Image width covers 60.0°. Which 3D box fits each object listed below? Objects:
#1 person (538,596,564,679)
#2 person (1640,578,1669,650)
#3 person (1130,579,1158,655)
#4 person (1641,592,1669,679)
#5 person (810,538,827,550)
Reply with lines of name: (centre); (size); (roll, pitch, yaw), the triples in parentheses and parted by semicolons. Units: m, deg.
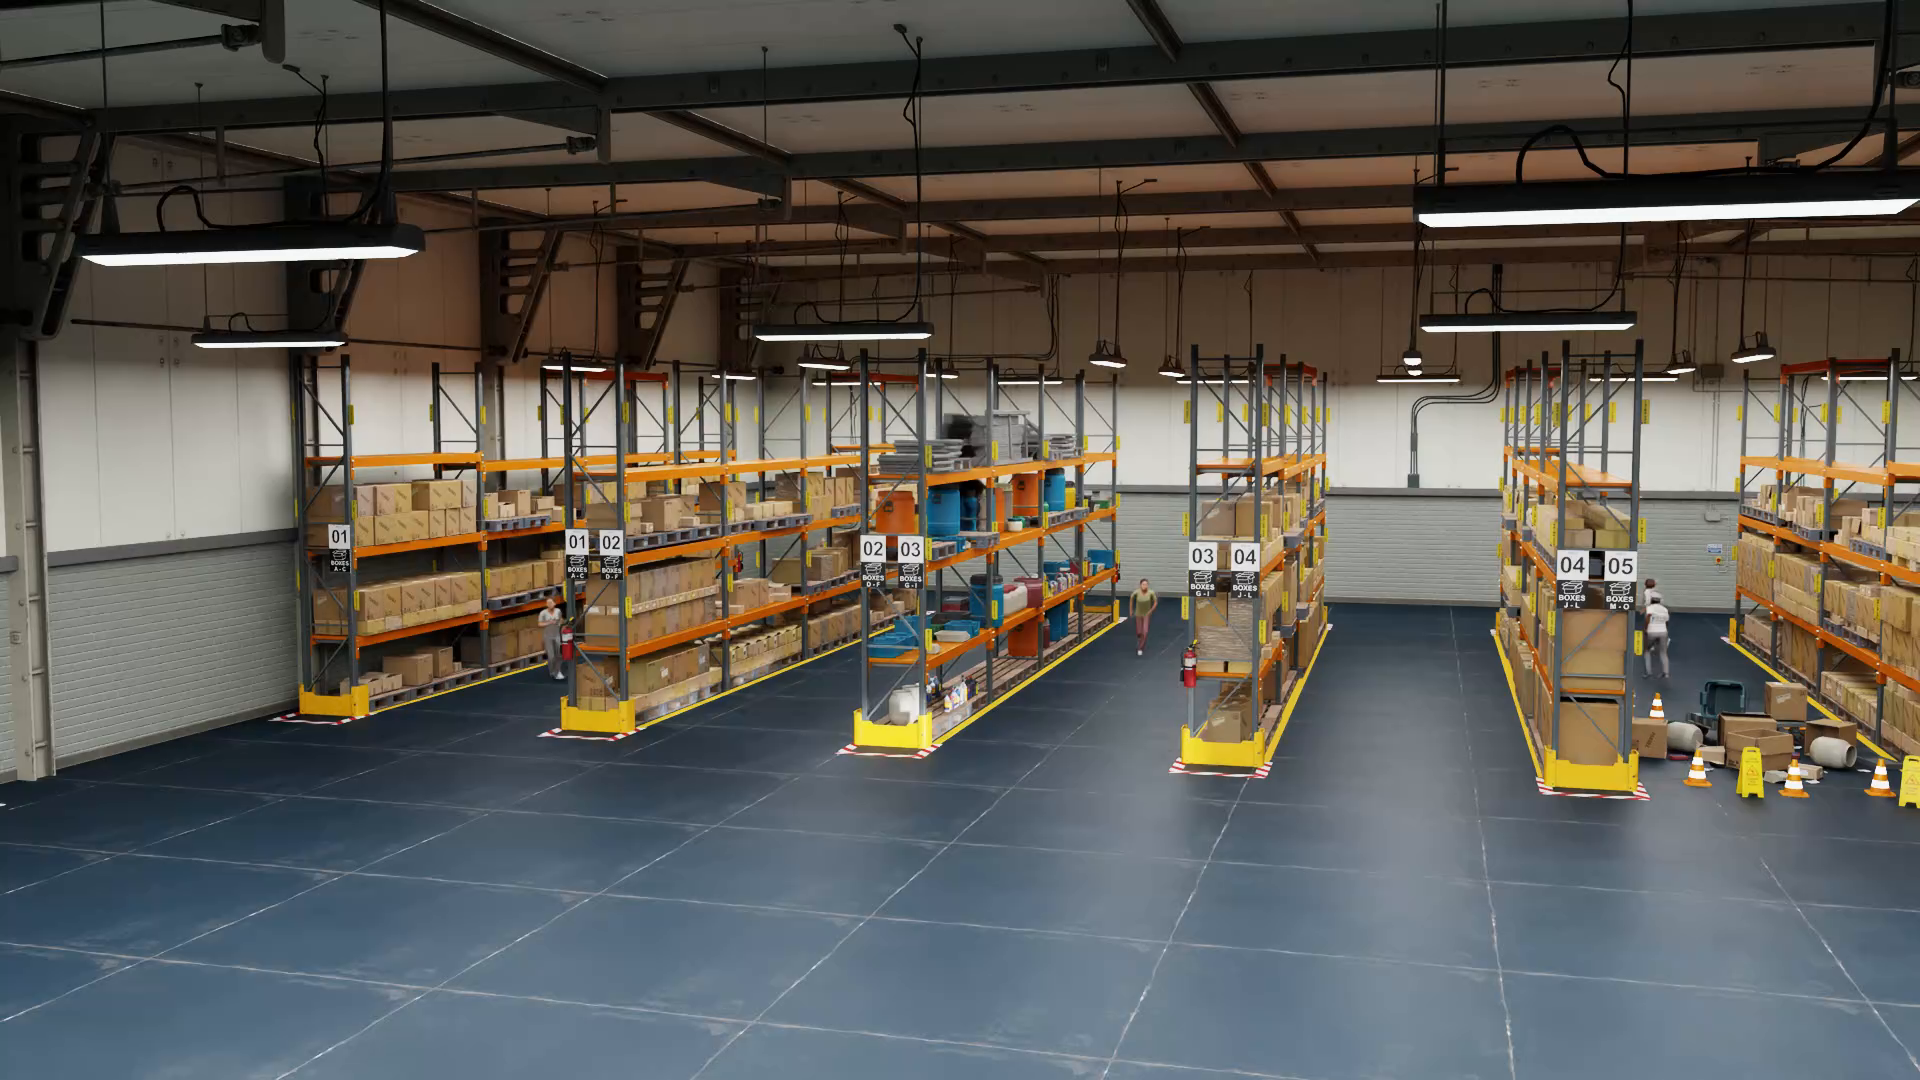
person: (-7.699, 1.852, 31.286); (0.533, 1.625, 0.833); (-2, 5, -26)
person: (14.769, 1.594, 35.335); (0.535, 1.546, 0.688); (-2, 5, -20)
person: (3.847, 1.593, 34.895); (0.573, 1.604, 0.626); (0, 4, 1)
person: (13.167, 1.831, 31.452); (0.573, 1.660, 0.955); (0, 4, 5)
person: (-3.817, 0.801, 44.358); (1.035, 1.737, 0.735); (3, 5, 37)
